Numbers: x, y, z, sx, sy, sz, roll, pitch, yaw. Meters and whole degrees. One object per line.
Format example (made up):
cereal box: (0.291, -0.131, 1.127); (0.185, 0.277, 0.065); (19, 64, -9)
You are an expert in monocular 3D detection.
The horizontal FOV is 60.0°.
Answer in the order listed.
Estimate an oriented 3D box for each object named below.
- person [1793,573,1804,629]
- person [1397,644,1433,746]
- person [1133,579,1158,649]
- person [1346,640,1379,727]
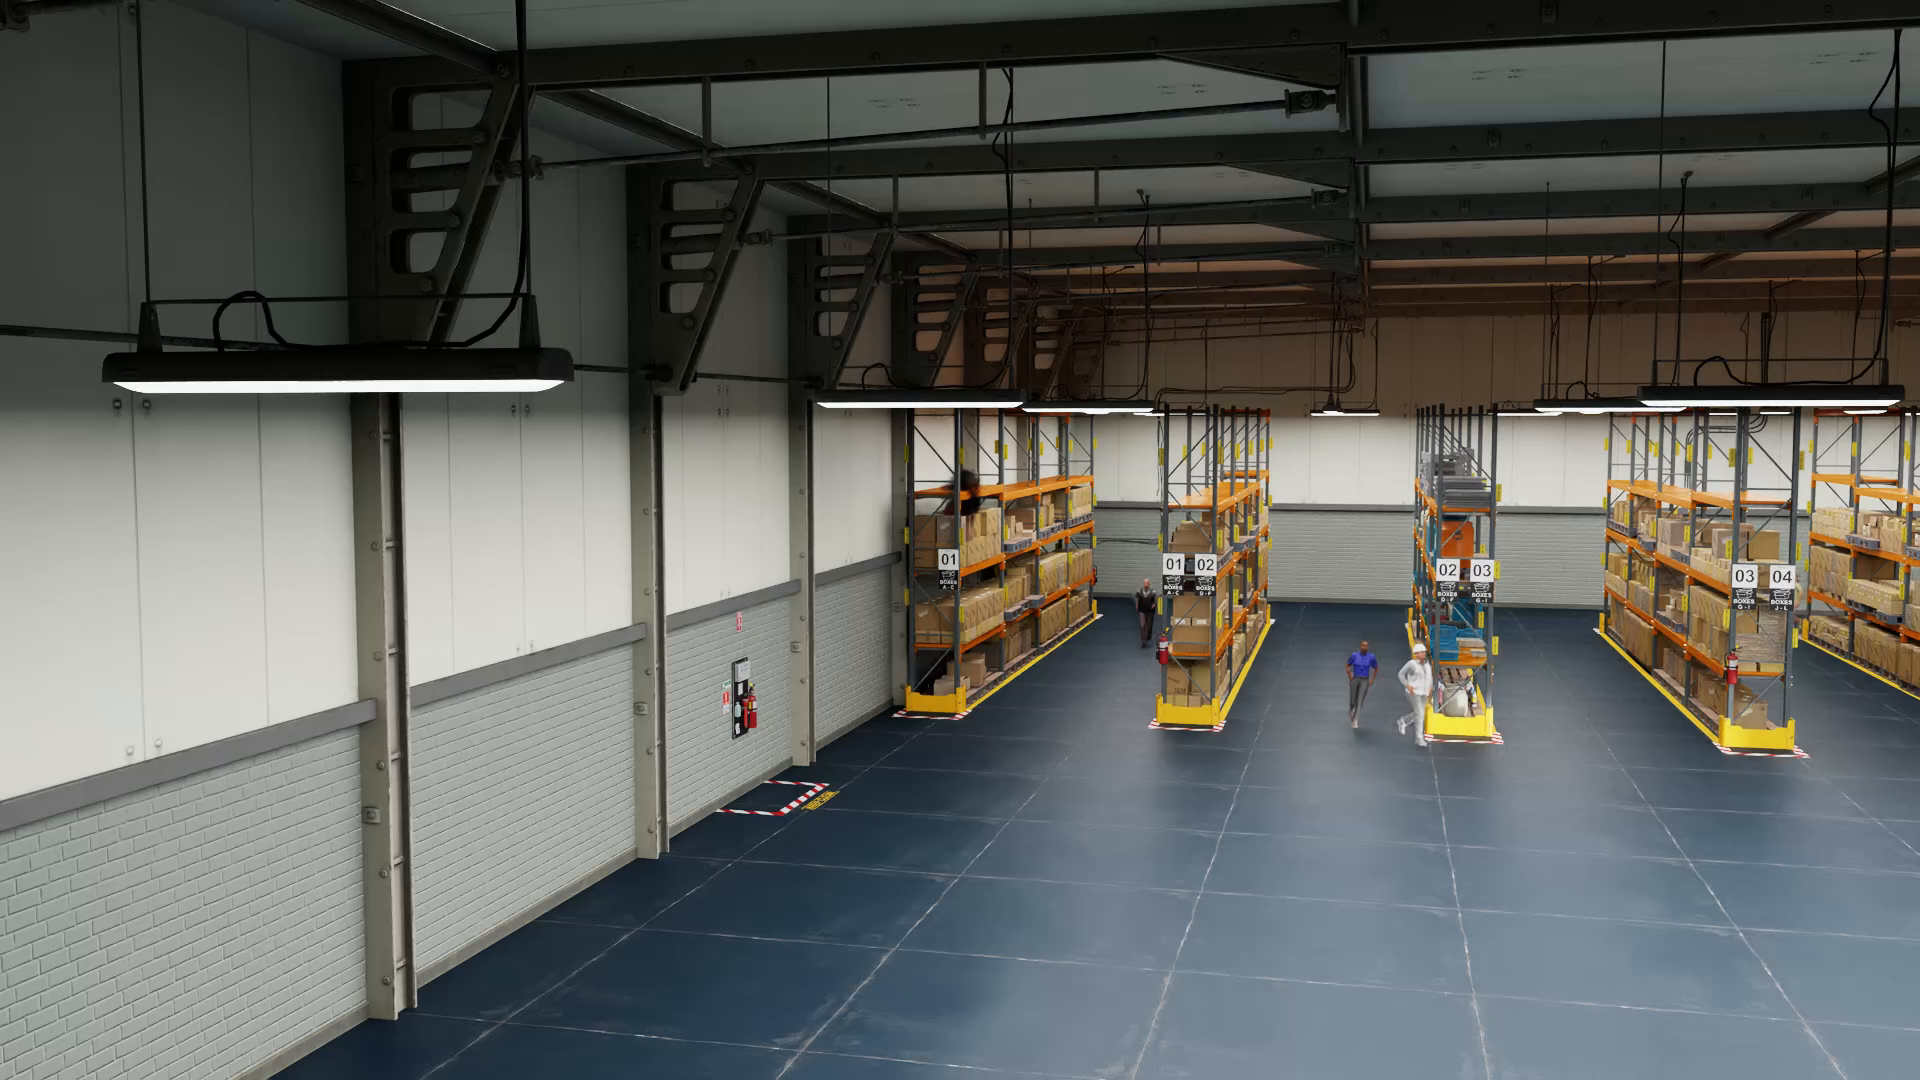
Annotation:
person: (22.226, 1.695, 44.314); (0.569, 1.643, 0.613); (0, 4, -1)
person: (8.078, 2.715, 29.485); (0.682, 1.773, 0.848); (-2, 5, -29)
person: (4.687, 1.834, 41.881); (0.662, 1.720, 0.868); (1, 4, 10)
person: (7.525, 2.669, 31.122); (0.602, 1.623, 0.639); (1, 4, 14)
